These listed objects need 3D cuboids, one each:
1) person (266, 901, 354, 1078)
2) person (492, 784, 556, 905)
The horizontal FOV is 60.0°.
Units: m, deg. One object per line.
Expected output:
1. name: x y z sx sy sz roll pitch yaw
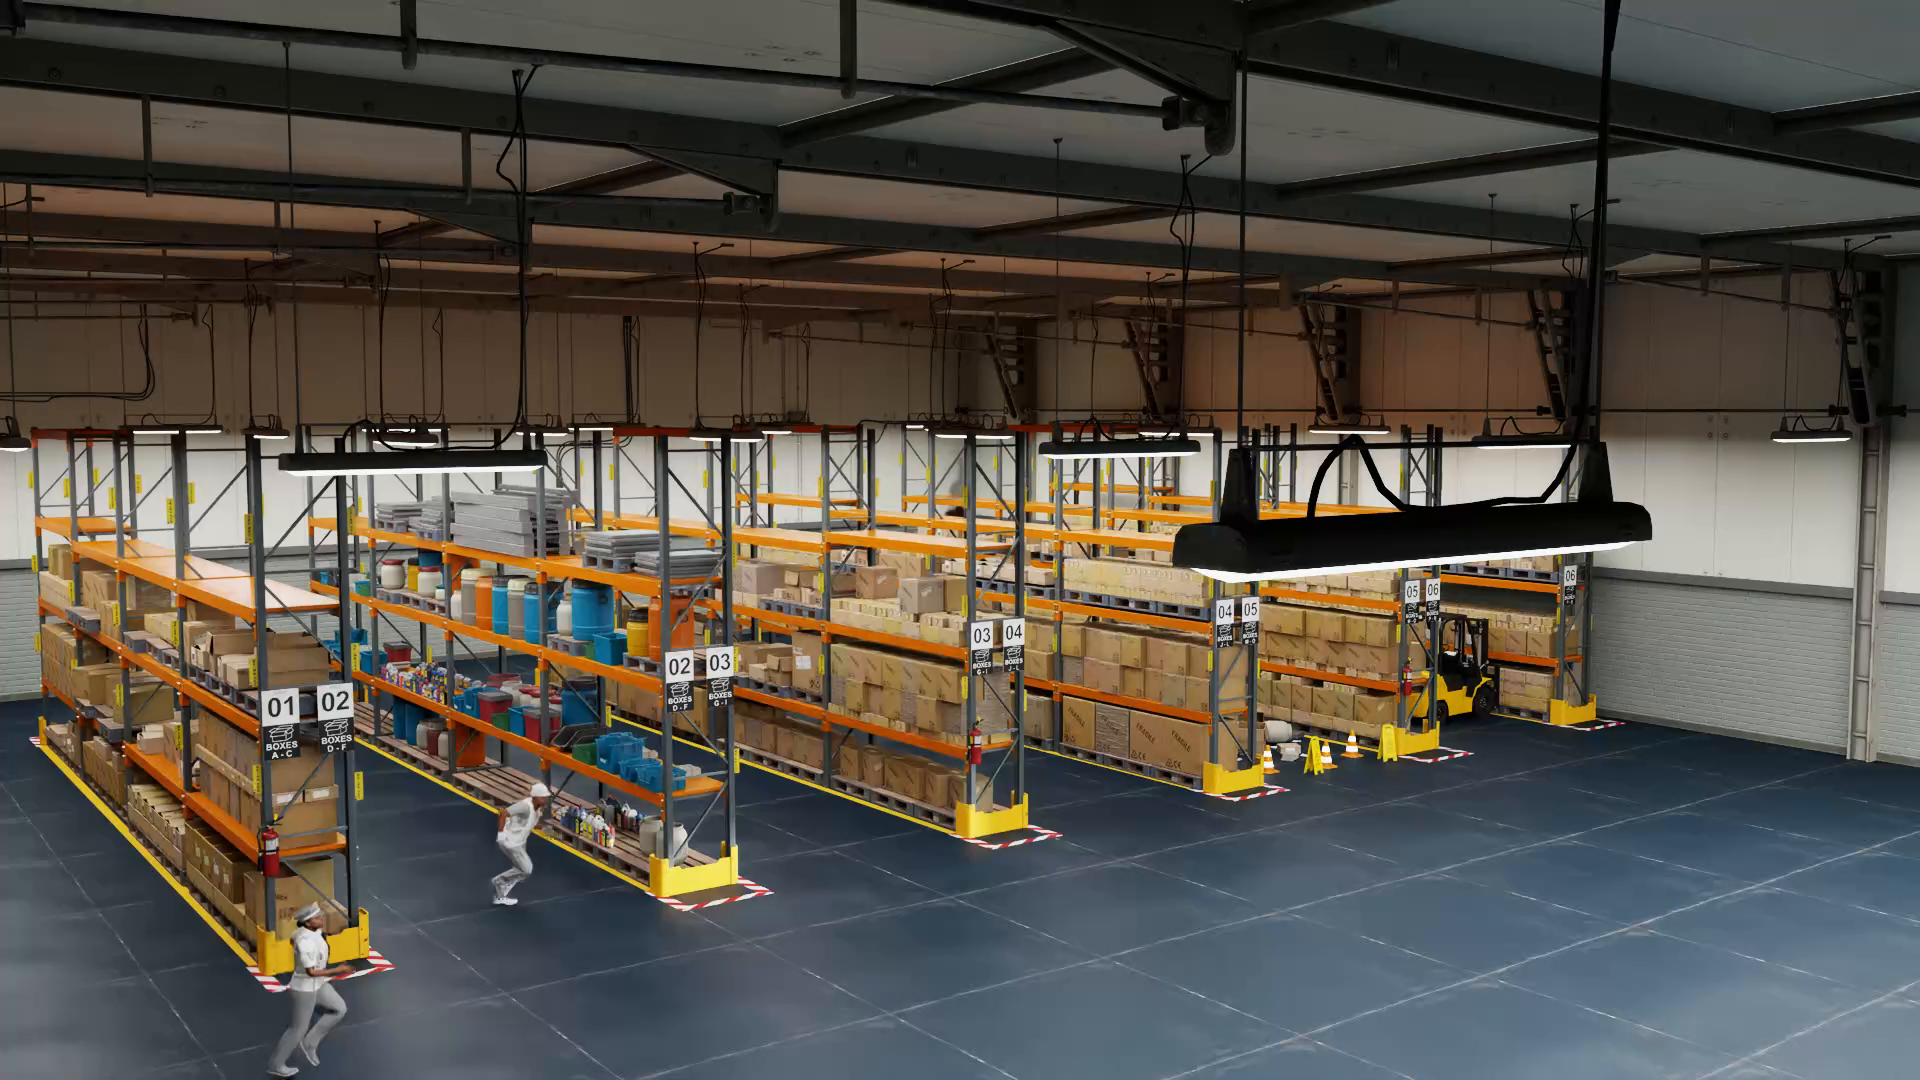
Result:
1. person: -6.181 4.238 15.838 0.811 1.653 0.589 -1 5 -8
2. person: -5.570 3.880 21.114 0.824 1.591 0.715 1 5 9
